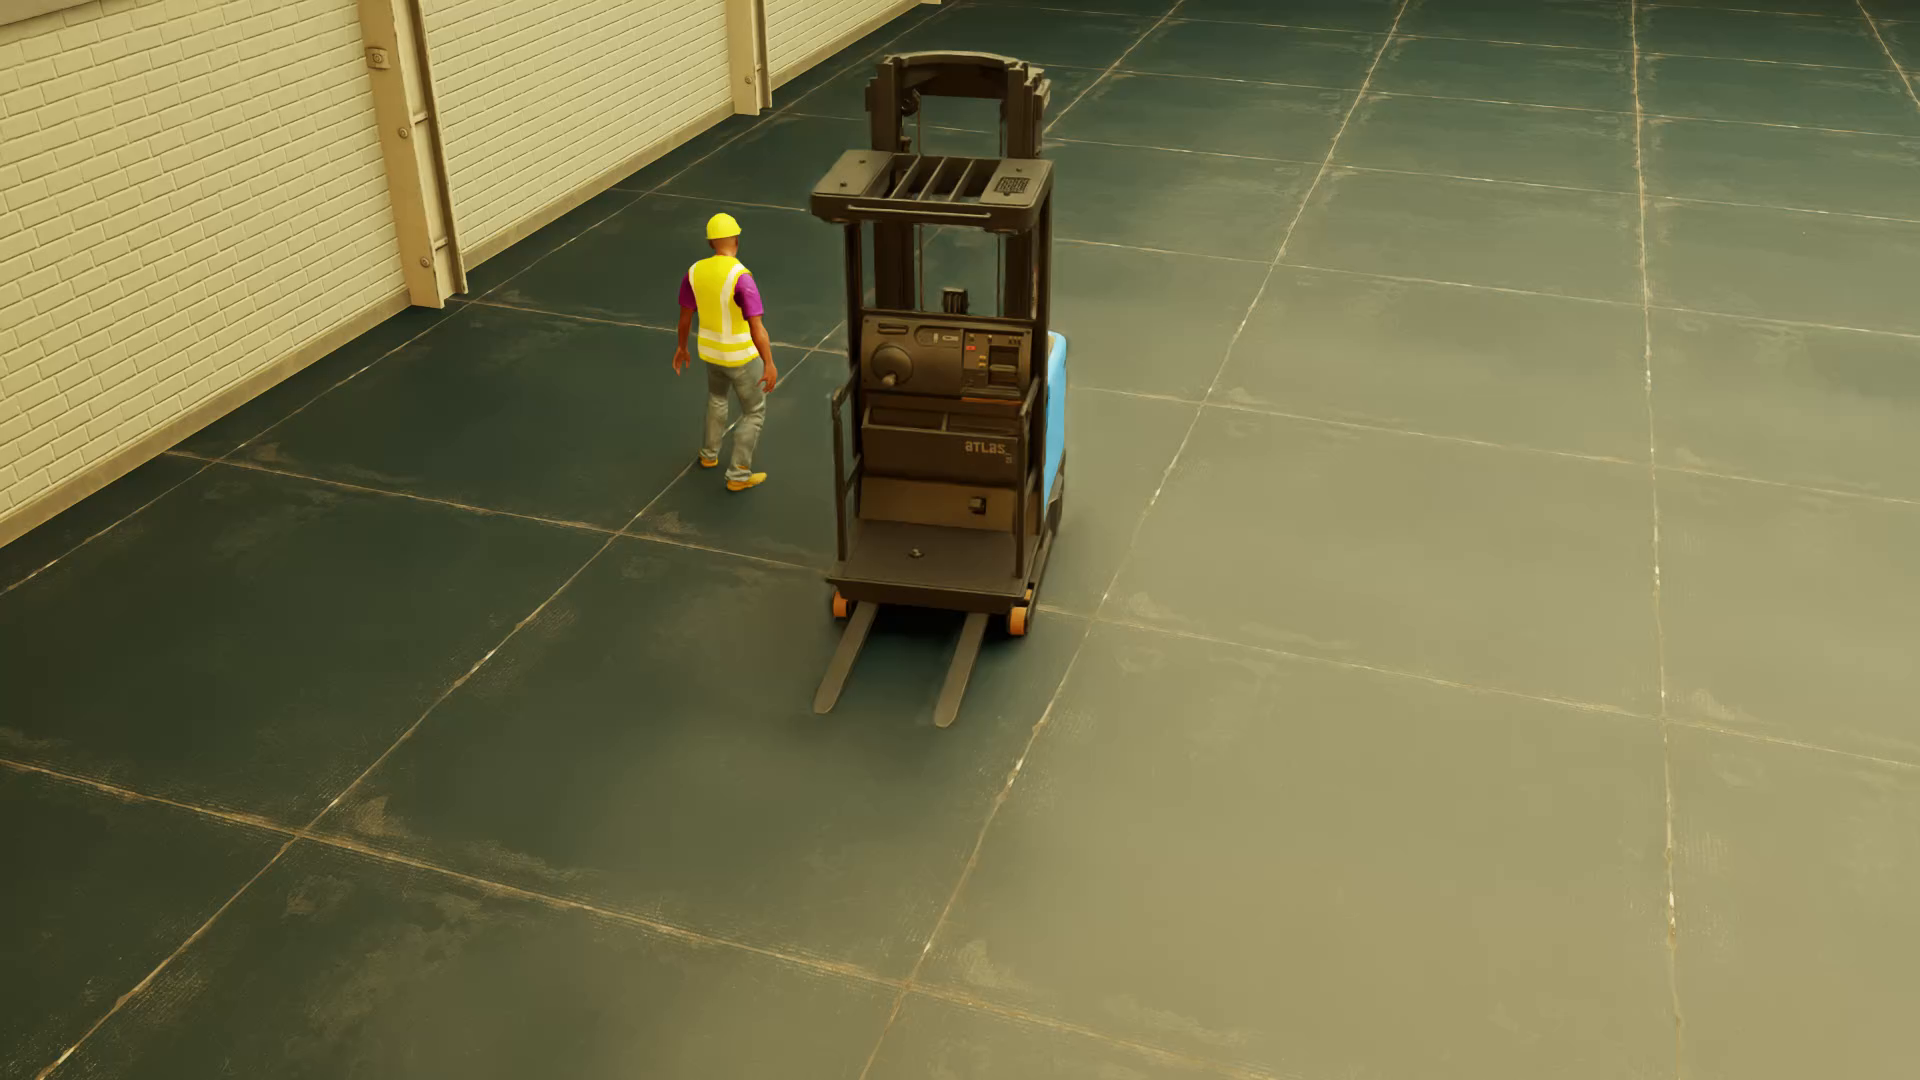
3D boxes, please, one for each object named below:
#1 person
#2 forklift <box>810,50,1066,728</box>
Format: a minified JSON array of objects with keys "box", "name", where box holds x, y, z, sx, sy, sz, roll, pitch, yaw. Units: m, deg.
[{"box":[-1.431,-1.176,10.449,0.884,1.733,0.473,22,36,33],"name":"person"},{"box":[-0.113,-0.940,8.786,1.130,2.935,3.031,5,30,9],"name":"forklift"}]
